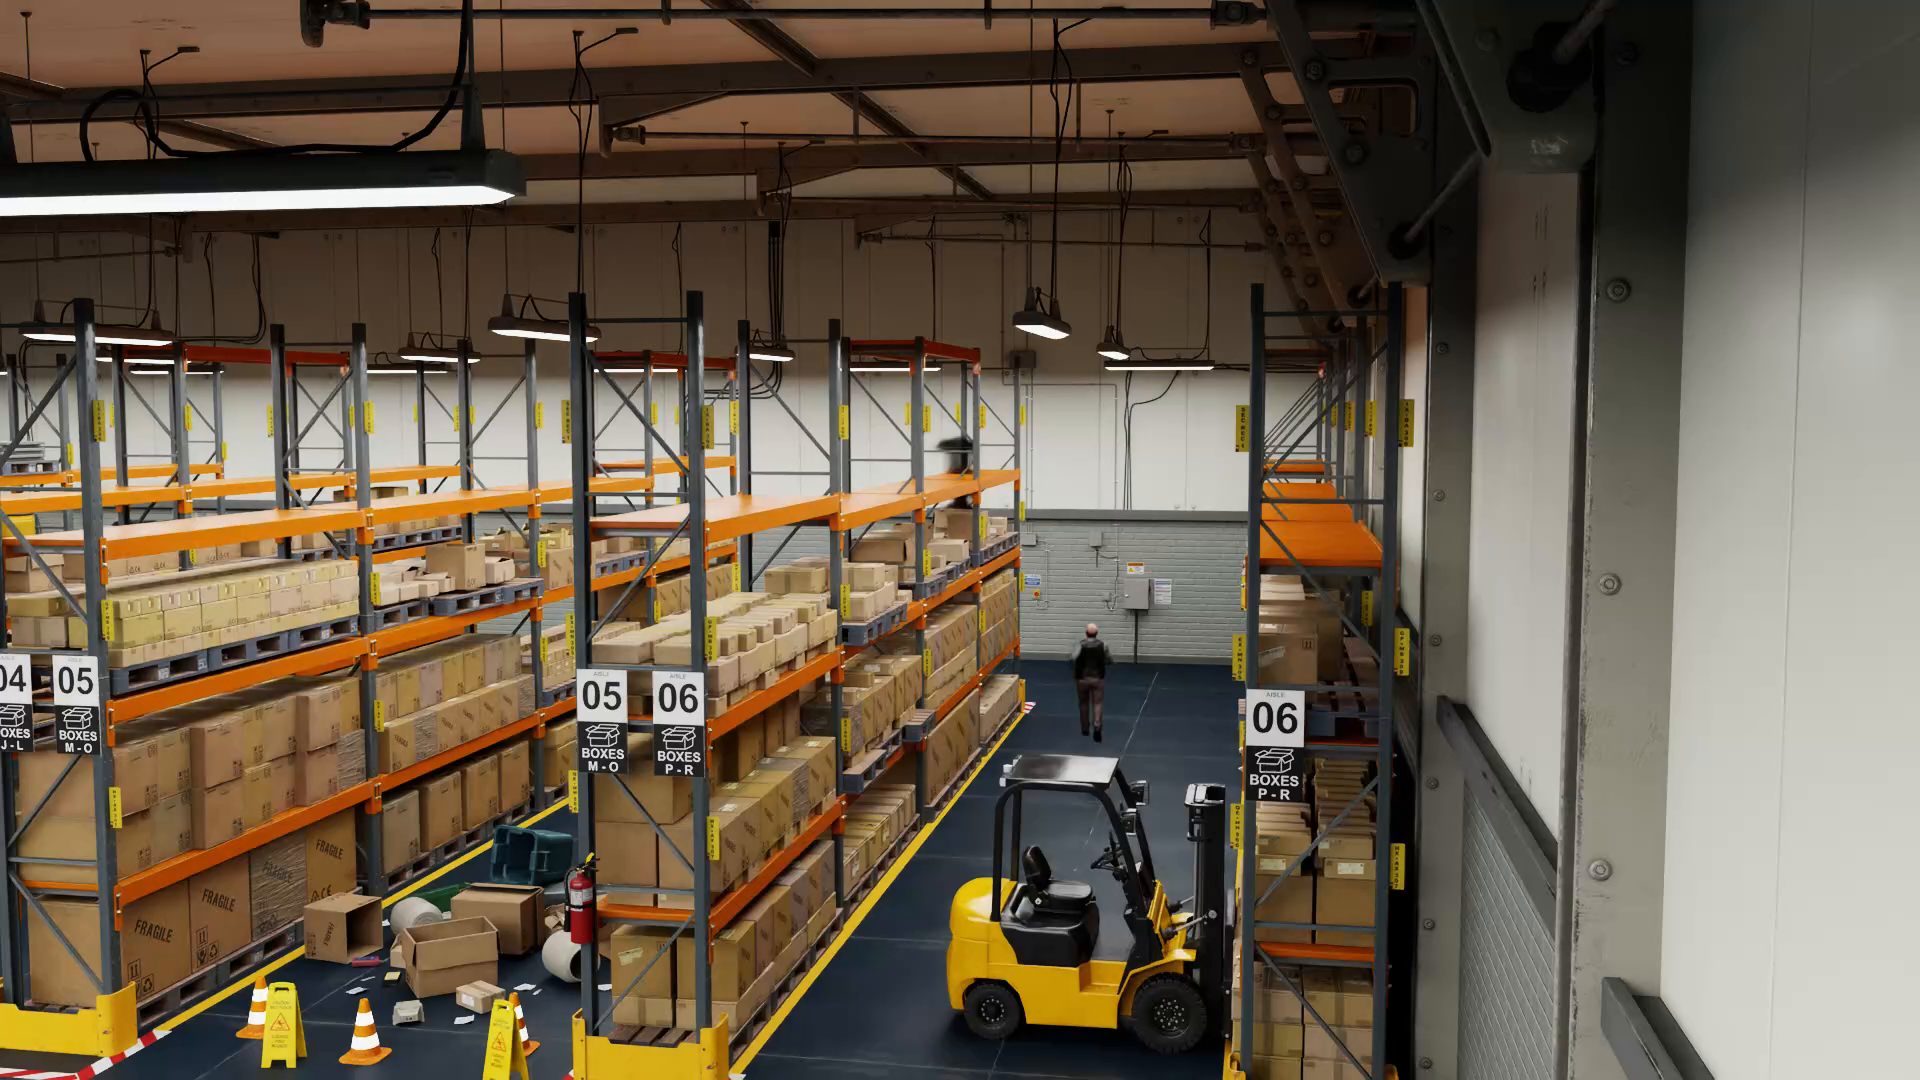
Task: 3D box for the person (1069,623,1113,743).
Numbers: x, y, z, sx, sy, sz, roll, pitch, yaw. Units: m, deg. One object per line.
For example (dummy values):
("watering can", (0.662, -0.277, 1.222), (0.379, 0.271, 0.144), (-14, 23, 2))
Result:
("person", (1.917, 2.081, 24.449), (0.665, 1.731, 0.850), (0, 5, 0))
